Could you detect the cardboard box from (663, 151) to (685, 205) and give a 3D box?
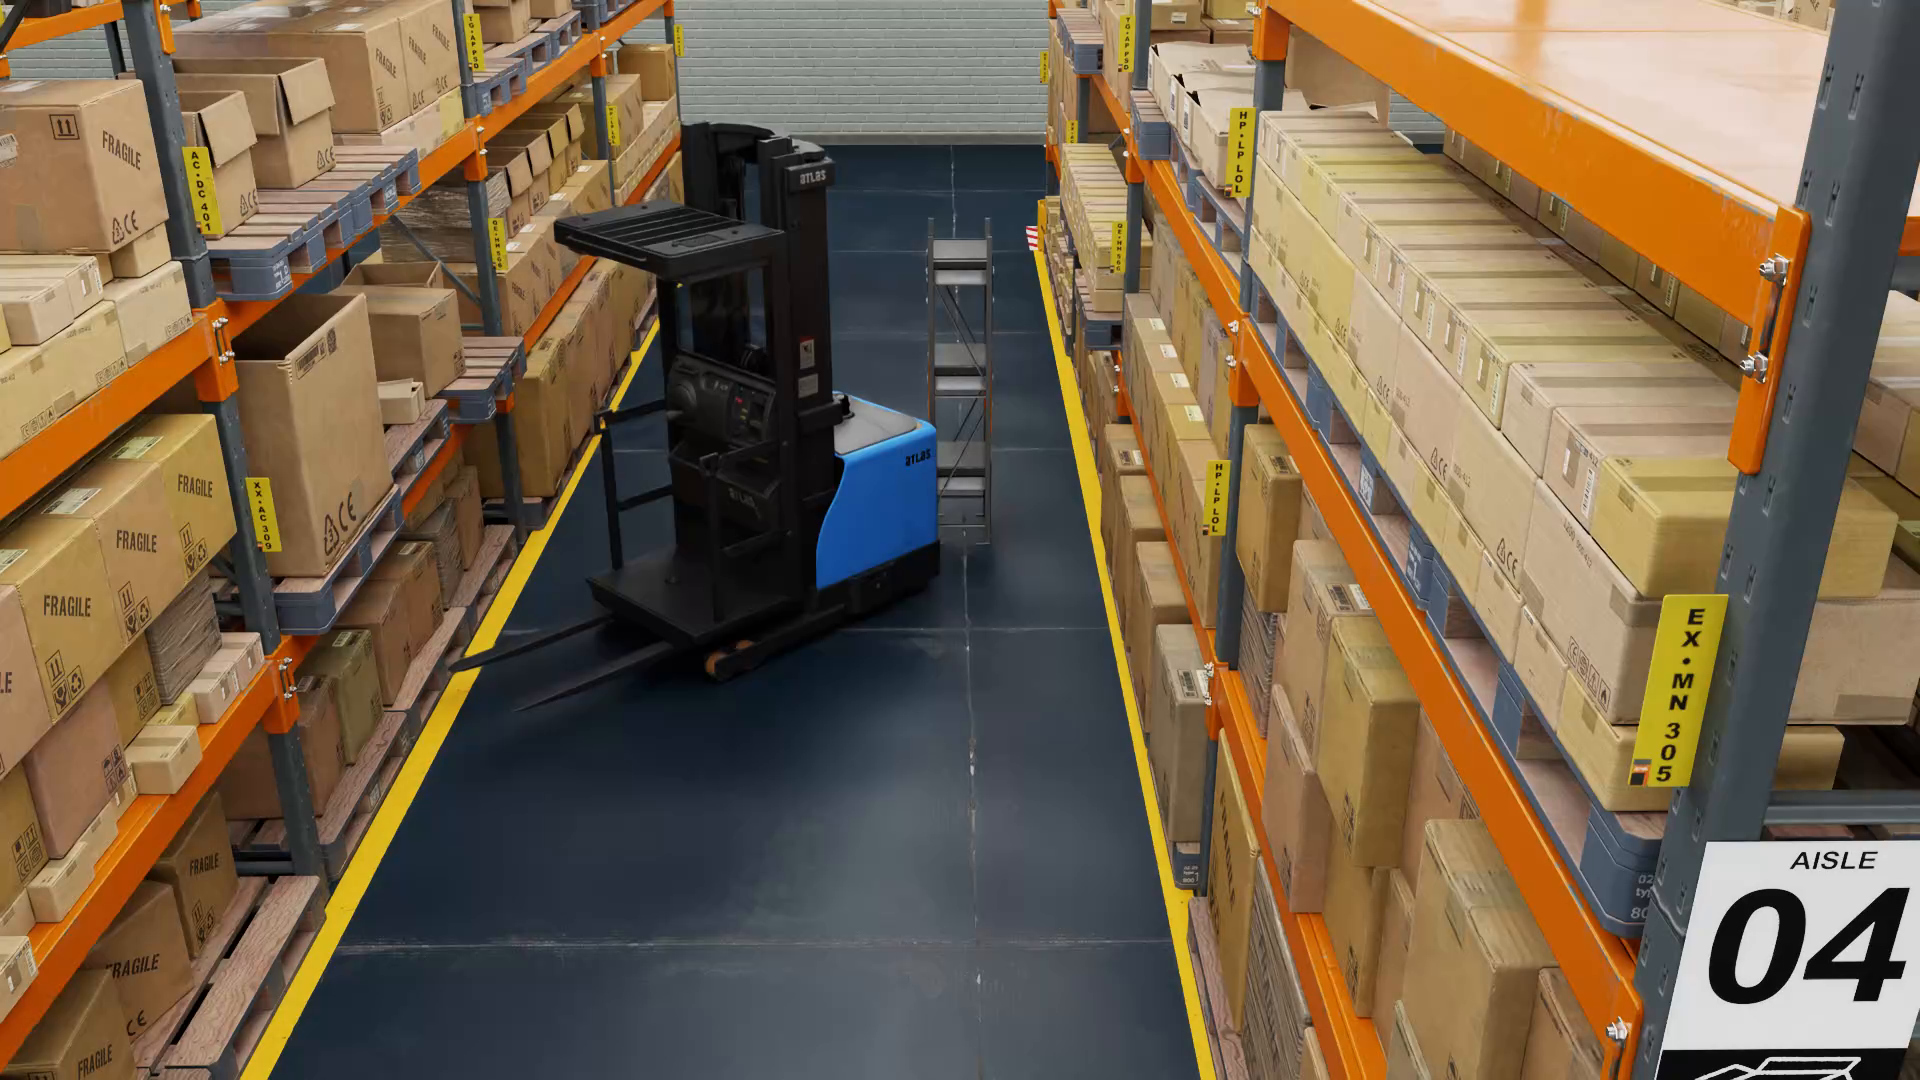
[{"bbox_3d":[-3.430,-3.606,17.652,0.875,0.875,0.875,0,24,-1],"label":"cardboard box"}]

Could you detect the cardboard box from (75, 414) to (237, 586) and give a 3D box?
[{"bbox_3d":[-3.106,-0.154,6.255,0.500,0.500,0.500,0,24,-1],"label":"cardboard box"}]

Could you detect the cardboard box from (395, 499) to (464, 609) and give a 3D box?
[{"bbox_3d":[-3.384,0.093,9.903,0.700,0.500,0.500,-2,24,-5],"label":"cardboard box"}]

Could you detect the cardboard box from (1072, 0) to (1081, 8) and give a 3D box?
[{"bbox_3d":[1.212,-4.478,14.053,0.500,0.250,0.500,0,24,1],"label":"cardboard box"}]

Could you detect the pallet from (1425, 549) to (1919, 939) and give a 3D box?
[{"bbox_3d":[1.599,0.334,3.339,1.003,0.211,1.213,0,24,-1],"label":"pallet"}]

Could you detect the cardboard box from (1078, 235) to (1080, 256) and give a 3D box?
[{"bbox_3d":[1.057,-2.137,12.130,0.380,0.149,0.250,0,24,1],"label":"cardboard box"}]

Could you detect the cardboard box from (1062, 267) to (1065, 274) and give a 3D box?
[{"bbox_3d":[1.195,-2.565,16.232,0.380,0.149,0.250,0,24,0],"label":"cardboard box"}]

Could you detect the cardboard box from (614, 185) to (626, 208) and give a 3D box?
[{"bbox_3d":[-3.144,-3.007,14.563,0.380,0.149,0.250,0,24,0],"label":"cardboard box"}]

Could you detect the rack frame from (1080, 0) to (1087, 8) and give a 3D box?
[{"bbox_3d":[1.487,-5.712,12.960,1.000,3.000,0.127,0,24,-1],"label":"rack frame"}]

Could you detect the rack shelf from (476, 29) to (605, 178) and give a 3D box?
[{"bbox_3d":[-3.452,-3.213,11.947,1.077,0.370,4.000,0,24,-1],"label":"rack shelf"}]

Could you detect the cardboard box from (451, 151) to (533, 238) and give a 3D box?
[{"bbox_3d":[-3.426,-2.422,11.627,0.797,0.503,0.637,0,24,1],"label":"cardboard box"}]

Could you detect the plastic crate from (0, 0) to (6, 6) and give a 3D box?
[{"bbox_3d":[-8.755,-5.022,15.218,0.437,0.282,0.530,0,24,-1],"label":"plastic crate"}]

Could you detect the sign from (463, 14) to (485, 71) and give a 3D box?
[{"bbox_3d":[-2.888,-2.954,9.873,0.100,0.325,0.005,0,24,-1],"label":"sign"}]

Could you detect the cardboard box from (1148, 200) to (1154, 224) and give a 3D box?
[{"bbox_3d":[1.696,-2.580,13.109,0.380,0.149,0.250,-1,24,-3],"label":"cardboard box"}]

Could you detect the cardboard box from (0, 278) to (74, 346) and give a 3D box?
[{"bbox_3d":[-3.064,-0.722,5.264,0.380,0.149,0.250,-1,24,-2],"label":"cardboard box"}]

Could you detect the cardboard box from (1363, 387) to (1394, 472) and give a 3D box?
[{"bbox_3d":[1.259,-0.287,4.278,0.380,0.149,0.250,0,24,0],"label":"cardboard box"}]

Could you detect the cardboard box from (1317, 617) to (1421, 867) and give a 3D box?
[{"bbox_3d":[1.548,0.577,4.841,0.875,0.550,0.500,0,24,-1],"label":"cardboard box"}]

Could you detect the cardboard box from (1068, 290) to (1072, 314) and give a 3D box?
[{"bbox_3d":[1.166,-2.135,14.919,0.380,0.149,0.250,0,24,0],"label":"cardboard box"}]

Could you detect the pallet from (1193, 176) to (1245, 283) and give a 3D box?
[{"bbox_3d":[1.515,-1.339,7.163,0.805,0.209,1.217,-1,24,-3],"label":"pallet"}]

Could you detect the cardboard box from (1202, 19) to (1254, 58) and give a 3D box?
[{"bbox_3d":[1.791,-2.979,10.436,0.500,0.500,0.500,0,24,-1],"label":"cardboard box"}]

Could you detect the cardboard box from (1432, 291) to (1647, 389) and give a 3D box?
[{"bbox_3d":[1.265,-0.442,3.653,0.380,0.149,0.250,0,24,0],"label":"cardboard box"}]

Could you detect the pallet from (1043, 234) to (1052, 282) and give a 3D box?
[{"bbox_3d":[1.418,-2.990,17.605,1.003,0.211,1.213,0,24,-1],"label":"pallet"}]

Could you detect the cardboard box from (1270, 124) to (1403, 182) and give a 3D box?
[{"bbox_3d":[1.242,-1.278,5.502,0.380,0.149,0.250,0,24,-1],"label":"cardboard box"}]

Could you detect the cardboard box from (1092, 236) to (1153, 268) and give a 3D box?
[{"bbox_3d":[1.067,-1.878,10.836,0.380,0.149,0.250,-1,24,-3],"label":"cardboard box"}]

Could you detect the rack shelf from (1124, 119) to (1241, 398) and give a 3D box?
[{"bbox_3d":[1.552,-1.545,8.260,1.077,0.370,4.000,0,24,-1],"label":"rack shelf"}]

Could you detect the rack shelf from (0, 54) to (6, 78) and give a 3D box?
[{"bbox_3d":[-8.405,-3.191,11.897,1.077,0.370,4.000,0,24,-1],"label":"rack shelf"}]

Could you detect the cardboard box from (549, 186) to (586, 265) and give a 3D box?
[{"bbox_3d":[-3.184,-2.433,12.868,0.500,0.500,0.500,-1,24,-1],"label":"cardboard box"}]

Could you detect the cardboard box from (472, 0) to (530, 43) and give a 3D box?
[{"bbox_3d":[-3.474,-3.797,11.729,0.797,0.503,0.637,-1,24,-1],"label":"cardboard box"}]

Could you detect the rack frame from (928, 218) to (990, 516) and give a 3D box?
[{"bbox_3d":[-0.004,-1.125,11.190,0.400,2.100,0.015,0,24,-1],"label":"rack frame"}]

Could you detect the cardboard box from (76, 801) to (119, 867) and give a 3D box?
[{"bbox_3d":[-3.126,1.016,5.669,0.380,0.149,0.250,0,24,-1],"label":"cardboard box"}]

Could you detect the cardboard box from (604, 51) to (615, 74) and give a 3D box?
[{"bbox_3d":[-3.777,-4.650,16.803,0.500,0.500,0.500,-1,24,-2],"label":"cardboard box"}]

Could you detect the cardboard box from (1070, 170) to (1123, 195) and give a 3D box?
[{"bbox_3d":[1.044,-2.733,12.727,0.380,0.149,0.250,0,24,-1],"label":"cardboard box"}]

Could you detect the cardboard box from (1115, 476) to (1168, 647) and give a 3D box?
[{"bbox_3d":[1.460,0.115,9.576,1.050,0.750,0.750,0,24,0],"label":"cardboard box"}]

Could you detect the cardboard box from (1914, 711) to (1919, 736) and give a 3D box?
[{"bbox_3d":[1.935,0.334,2.905,0.380,0.149,0.250,0,24,0],"label":"cardboard box"}]

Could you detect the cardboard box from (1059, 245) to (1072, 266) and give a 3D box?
[{"bbox_3d":[1.150,-2.714,15.838,0.380,0.149,0.250,-1,24,-3],"label":"cardboard box"}]

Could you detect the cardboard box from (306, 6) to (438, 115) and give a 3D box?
[{"bbox_3d":[-3.158,-2.583,8.953,0.500,0.500,0.500,0,24,-1],"label":"cardboard box"}]

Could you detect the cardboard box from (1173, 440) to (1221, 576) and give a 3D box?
[{"bbox_3d":[1.296,-0.150,7.820,0.500,0.500,0.500,-1,24,-1],"label":"cardboard box"}]

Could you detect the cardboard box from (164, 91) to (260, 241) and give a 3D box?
[{"bbox_3d":[-3.293,-1.501,6.653,0.797,0.503,0.637,-1,24,-3],"label":"cardboard box"}]

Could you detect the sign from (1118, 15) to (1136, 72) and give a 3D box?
[{"bbox_3d":[0.988,-2.931,9.823,0.100,0.325,0.005,0,24,-1],"label":"sign"}]

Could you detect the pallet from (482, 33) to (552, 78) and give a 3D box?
[{"bbox_3d":[-3.505,-3.356,11.620,1.003,0.211,1.213,1,24,2],"label":"pallet"}]

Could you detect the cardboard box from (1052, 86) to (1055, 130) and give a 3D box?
[{"bbox_3d":[1.203,-4.401,16.859,0.500,0.500,0.500,0,24,0],"label":"cardboard box"}]

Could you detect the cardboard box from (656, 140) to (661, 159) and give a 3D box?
[{"bbox_3d":[-3.168,-3.859,16.447,0.380,0.149,0.250,0,24,0],"label":"cardboard box"}]

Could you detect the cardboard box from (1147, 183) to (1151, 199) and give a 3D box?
[{"bbox_3d":[1.693,-2.817,13.273,0.380,0.149,0.250,1,24,2],"label":"cardboard box"}]

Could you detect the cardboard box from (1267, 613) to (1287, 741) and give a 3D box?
[{"bbox_3d":[1.619,0.628,6.039,0.875,0.550,0.550,0,24,-1],"label":"cardboard box"}]

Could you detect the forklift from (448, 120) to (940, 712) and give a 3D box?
[{"bbox_3d":[-1.520,-0.773,9.402,1.130,2.935,3.031,22,32,40],"label":"forklift"}]

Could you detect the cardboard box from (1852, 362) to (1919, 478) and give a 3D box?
[{"bbox_3d":[1.928,-0.234,3.194,0.380,0.149,0.250,-1,24,-1],"label":"cardboard box"}]

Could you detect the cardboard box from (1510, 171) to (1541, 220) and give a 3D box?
[{"bbox_3d":[1.904,-1.075,5.053,0.380,0.149,0.250,0,24,0],"label":"cardboard box"}]

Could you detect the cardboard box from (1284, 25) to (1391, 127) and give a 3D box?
[{"bbox_3d":[1.830,-2.265,8.225,0.500,0.500,0.500,0,24,-1],"label":"cardboard box"}]

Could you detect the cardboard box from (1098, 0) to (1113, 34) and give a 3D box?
[{"bbox_3d":[1.373,-3.947,12.061,0.797,0.503,0.637,-1,24,-1],"label":"cardboard box"}]

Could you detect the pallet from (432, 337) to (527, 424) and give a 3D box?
[{"bbox_3d":[-3.316,-0.969,9.986,1.213,0.211,1.003,0,24,-1],"label":"pallet"}]

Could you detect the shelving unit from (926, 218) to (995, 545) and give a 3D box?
[{"bbox_3d":[-0.002,-1.025,10.968,0.431,2.100,0.503,0,24,-1],"label":"shelving unit"}]

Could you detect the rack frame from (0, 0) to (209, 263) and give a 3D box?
[{"bbox_3d":[-3.386,-2.435,5.714,1.000,3.000,0.127,0,24,-1],"label":"rack frame"}]

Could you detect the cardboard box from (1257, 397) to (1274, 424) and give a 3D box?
[{"bbox_3d":[1.563,-0.388,7.133,0.700,0.500,0.500,-1,24,-1],"label":"cardboard box"}]

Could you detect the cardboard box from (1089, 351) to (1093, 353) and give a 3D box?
[{"bbox_3d":[1.240,-1.637,12.844,0.500,0.250,0.500,1,24,1],"label":"cardboard box"}]

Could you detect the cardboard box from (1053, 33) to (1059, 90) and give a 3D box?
[{"bbox_3d":[1.178,-4.655,16.207,0.500,0.500,0.500,-1,24,-2],"label":"cardboard box"}]

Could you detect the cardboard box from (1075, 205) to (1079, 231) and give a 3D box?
[{"bbox_3d":[1.051,-2.382,12.311,0.380,0.149,0.250,-1,24,-2],"label":"cardboard box"}]

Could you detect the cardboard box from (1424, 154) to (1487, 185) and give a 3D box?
[{"bbox_3d":[1.836,-1.151,5.706,0.500,0.250,0.500,-1,24,-1],"label":"cardboard box"}]
